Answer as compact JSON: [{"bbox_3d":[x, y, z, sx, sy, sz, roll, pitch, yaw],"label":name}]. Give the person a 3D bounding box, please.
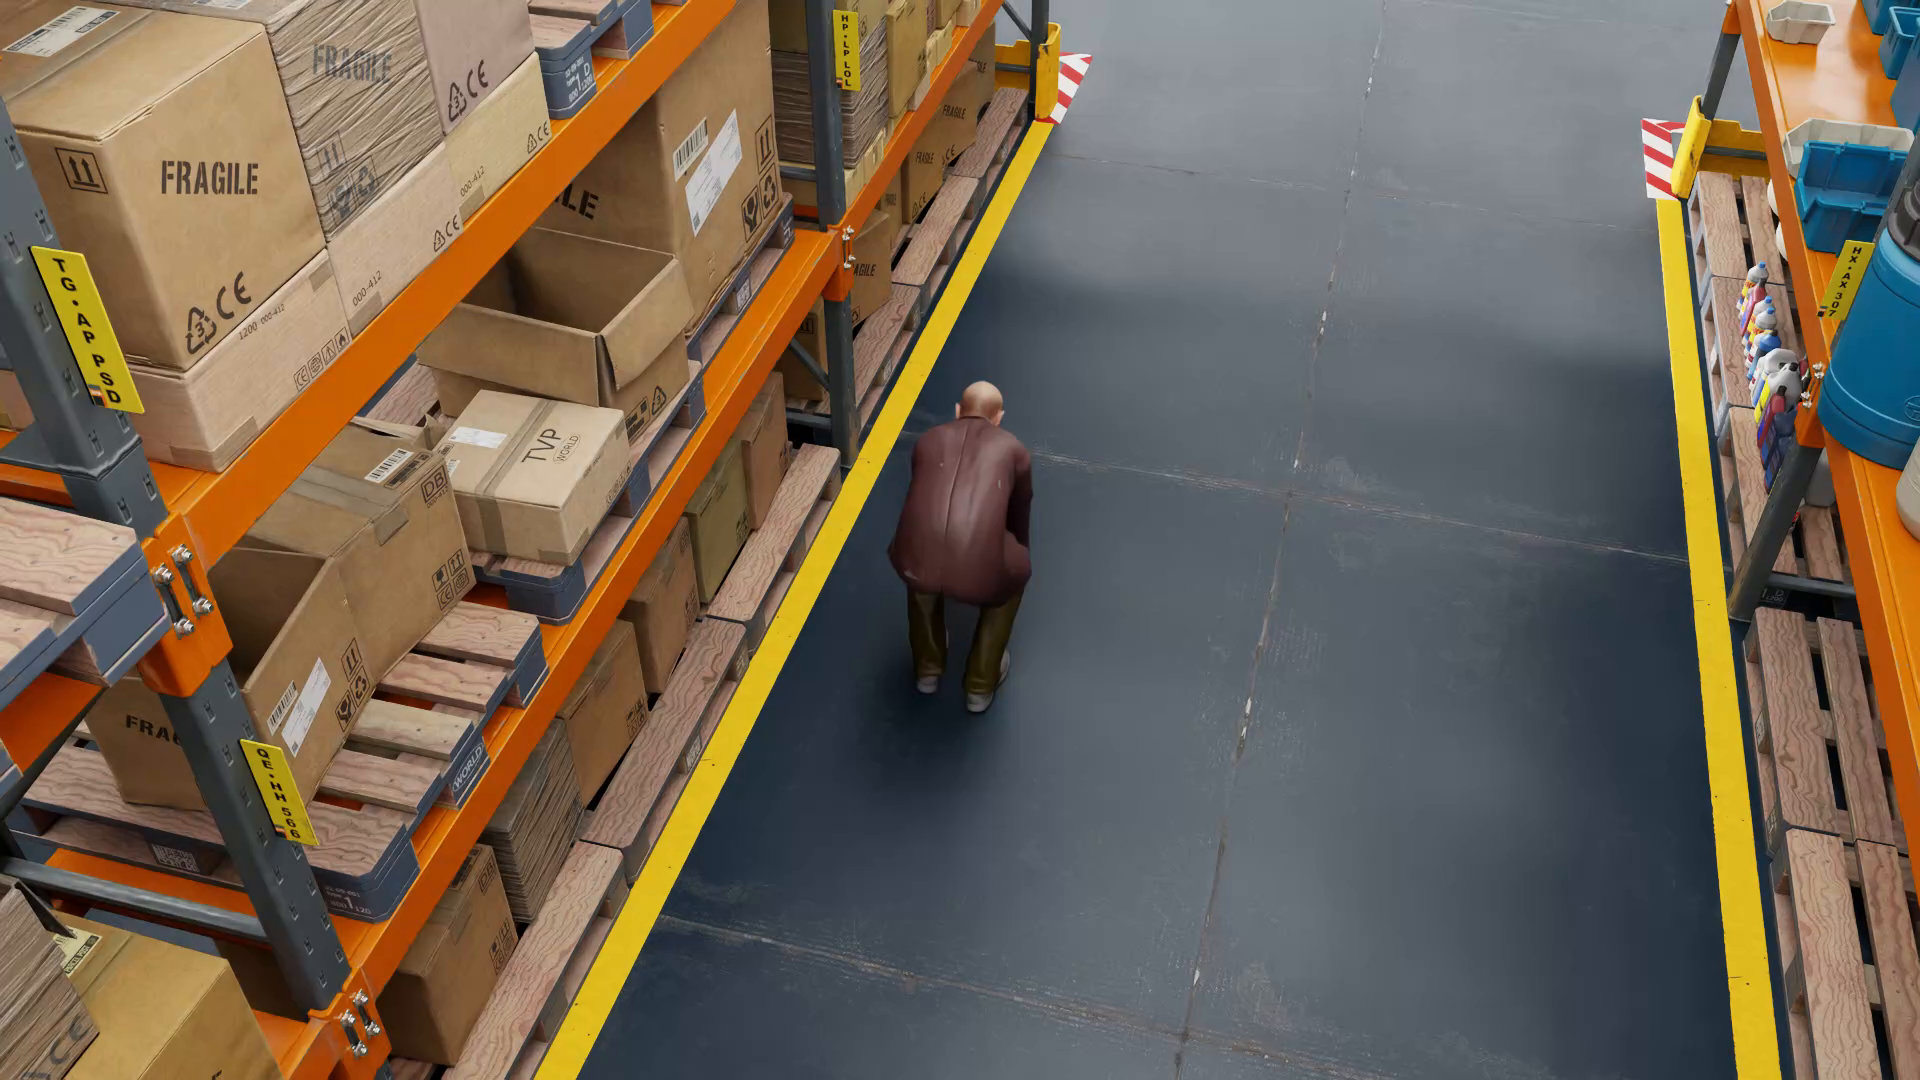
[{"bbox_3d":[0.027,0.044,6.643,0.581,1.094,0.941,8,41,9],"label":"person"}]
